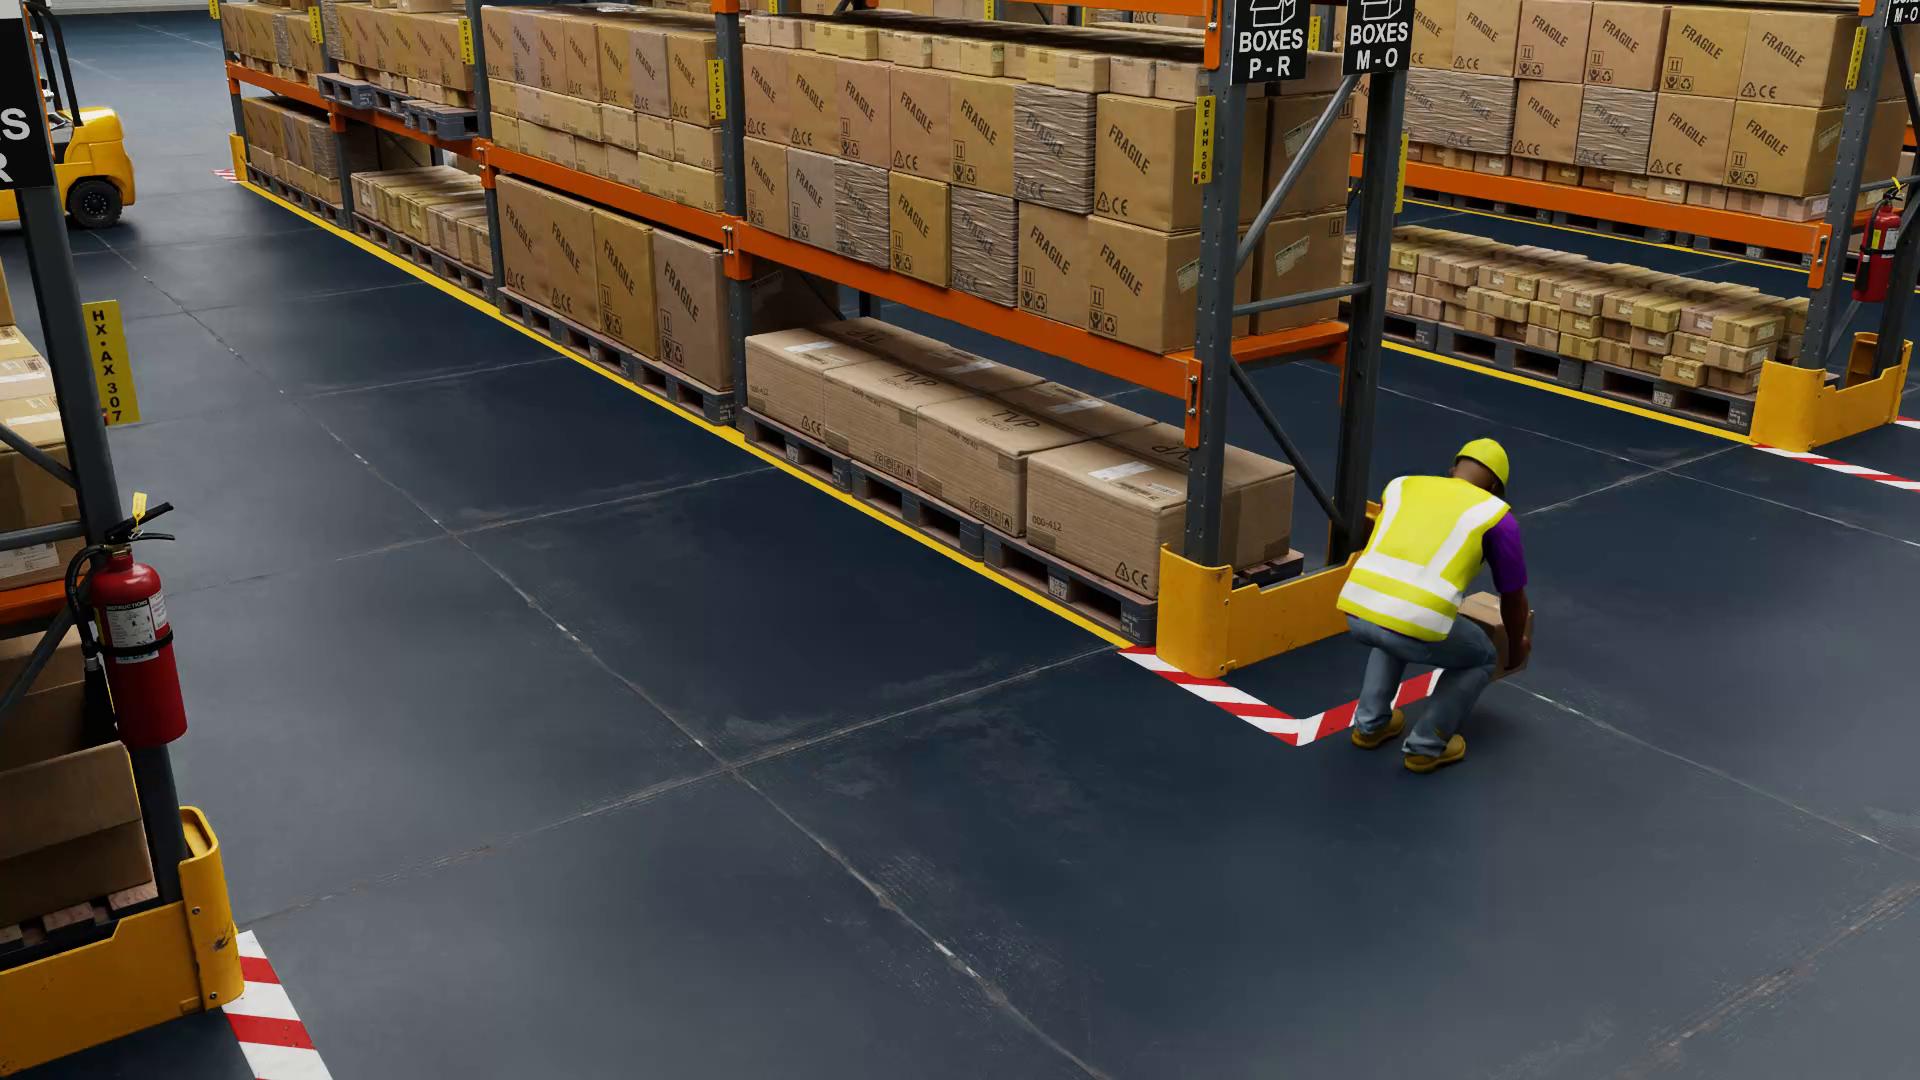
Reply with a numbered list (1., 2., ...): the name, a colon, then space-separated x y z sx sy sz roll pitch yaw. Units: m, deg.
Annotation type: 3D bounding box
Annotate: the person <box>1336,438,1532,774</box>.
1. person: 1.762 0.232 6.303 0.852 1.154 0.612 -17 27 -37
